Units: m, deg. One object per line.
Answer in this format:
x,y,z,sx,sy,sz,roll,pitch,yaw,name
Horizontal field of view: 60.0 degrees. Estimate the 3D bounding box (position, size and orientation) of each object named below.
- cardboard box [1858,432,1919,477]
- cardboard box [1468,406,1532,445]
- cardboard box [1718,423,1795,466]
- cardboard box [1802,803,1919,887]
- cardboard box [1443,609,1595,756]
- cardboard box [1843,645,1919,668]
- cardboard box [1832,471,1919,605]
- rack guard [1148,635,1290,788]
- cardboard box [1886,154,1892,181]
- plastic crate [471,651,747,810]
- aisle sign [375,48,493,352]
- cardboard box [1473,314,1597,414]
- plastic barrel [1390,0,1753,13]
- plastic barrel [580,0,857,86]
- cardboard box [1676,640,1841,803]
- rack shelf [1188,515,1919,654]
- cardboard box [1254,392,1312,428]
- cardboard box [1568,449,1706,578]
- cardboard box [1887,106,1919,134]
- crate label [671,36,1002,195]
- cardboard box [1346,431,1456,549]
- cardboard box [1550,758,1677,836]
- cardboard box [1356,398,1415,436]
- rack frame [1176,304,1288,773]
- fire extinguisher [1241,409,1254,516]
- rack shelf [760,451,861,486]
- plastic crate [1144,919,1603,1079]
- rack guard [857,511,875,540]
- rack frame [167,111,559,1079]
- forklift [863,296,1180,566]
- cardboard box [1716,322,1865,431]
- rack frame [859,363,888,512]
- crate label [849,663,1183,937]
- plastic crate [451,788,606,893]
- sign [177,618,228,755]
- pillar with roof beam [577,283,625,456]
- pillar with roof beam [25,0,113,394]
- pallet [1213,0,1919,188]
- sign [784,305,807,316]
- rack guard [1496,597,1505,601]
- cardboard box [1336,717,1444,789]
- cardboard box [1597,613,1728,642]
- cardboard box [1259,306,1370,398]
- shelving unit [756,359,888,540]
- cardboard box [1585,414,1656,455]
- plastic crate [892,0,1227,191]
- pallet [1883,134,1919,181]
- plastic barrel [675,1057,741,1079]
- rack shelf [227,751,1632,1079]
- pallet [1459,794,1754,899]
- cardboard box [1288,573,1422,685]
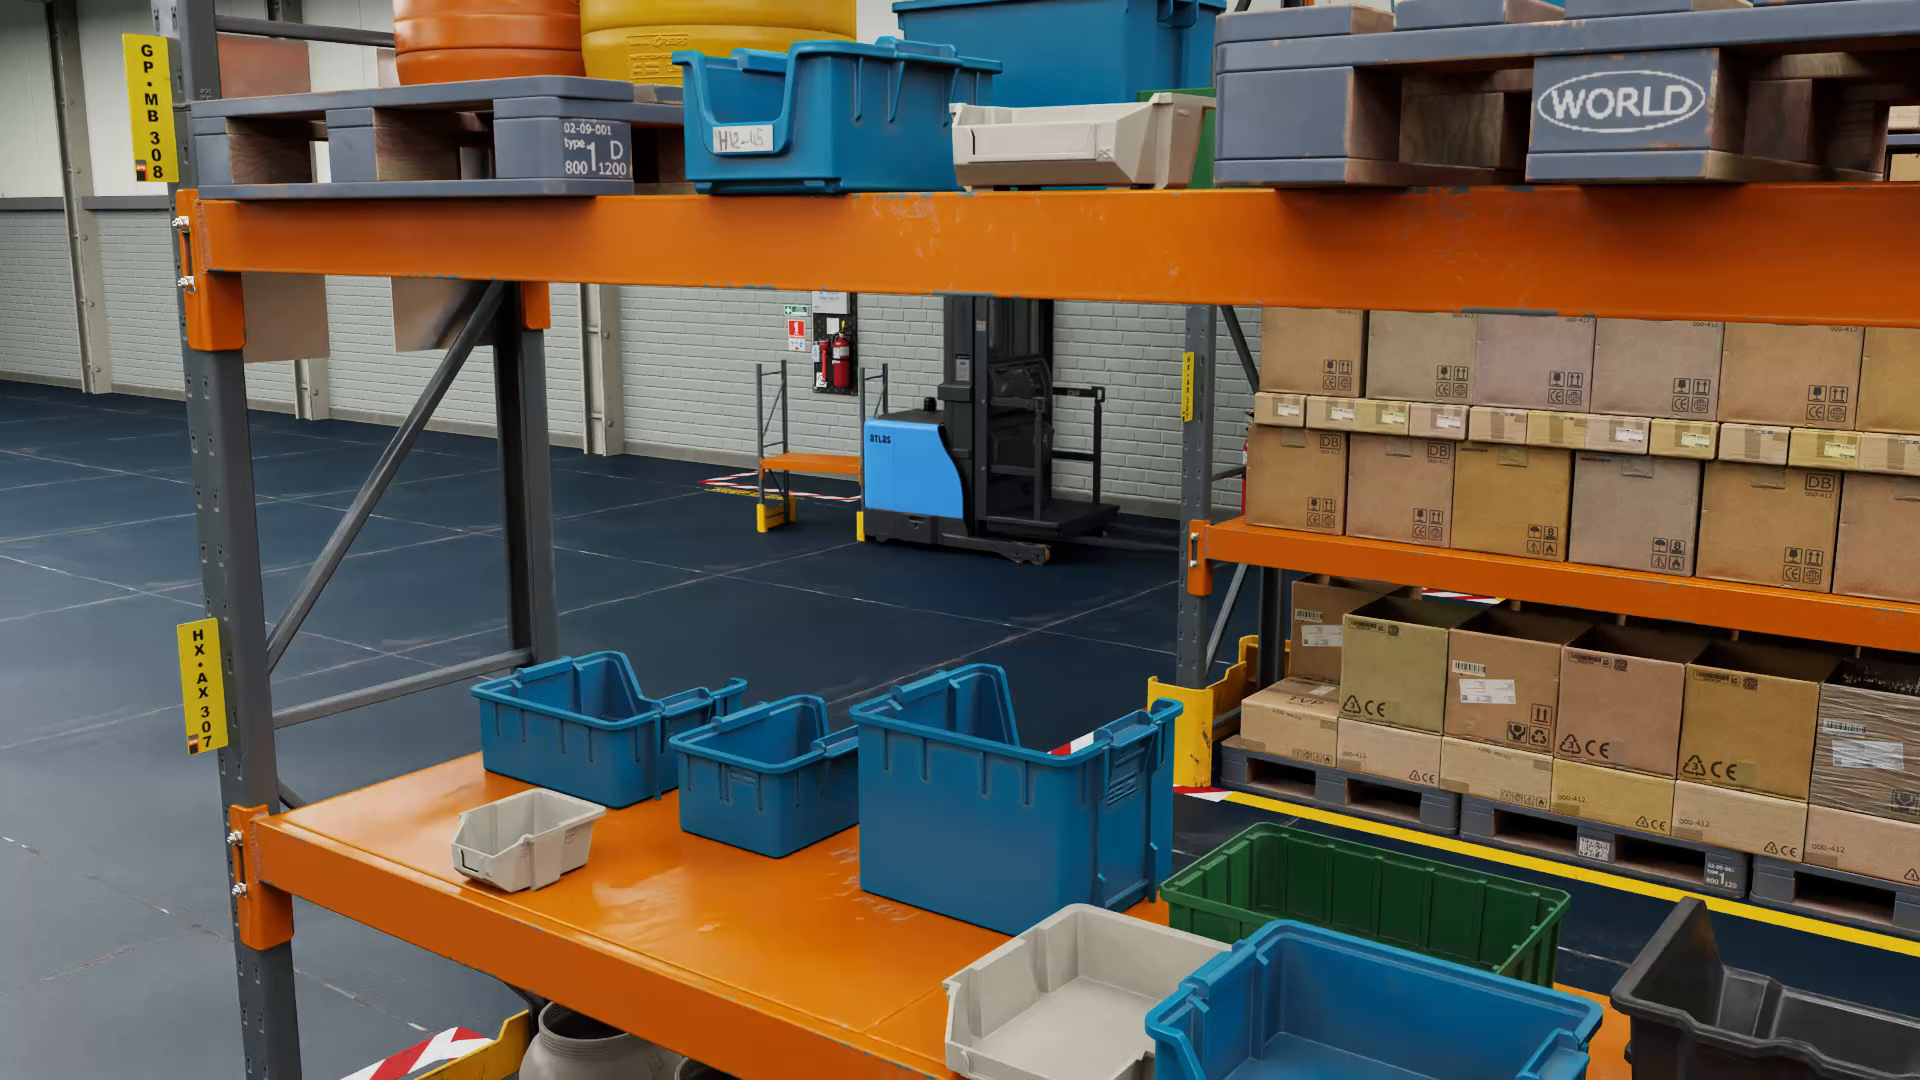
3.672,-0.351,6.475,0.250,0.149,0.380,8,13,35,cardboard box
2.438,-0.523,7.367,0.250,0.149,0.380,7,13,34,cardboard box
3.272,-0.407,6.767,0.250,0.149,0.380,8,14,37,cardboard box
3.740,1.168,6.726,0.500,0.250,0.500,8,13,36,cardboard box
2.532,0.631,7.528,0.500,0.500,0.500,8,13,36,cardboard box
4.044,0.722,7.062,0.500,0.500,0.500,8,13,36,cardboard box
3.850,-0.055,6.655,0.500,0.500,0.700,8,13,35,cardboard box
1.397,0.876,8.686,0.348,0.500,1.175,8,13,36,rack guard
5.744,-2.383,10.735,0.500,0.500,0.500,9,14,39,cardboard box
-0.938,0.493,4.477,0.616,0.251,0.499,8,13,36,plastic crate
-1.401,-0.921,4.547,0.004,0.787,0.394,8,13,36,aisle sign
2.662,-0.859,7.396,0.500,0.500,0.700,8,14,36,cardboard box
0.967,-1.194,2.483,0.708,0.901,0.600,8,13,36,plastic barrel
-0.524,-1.253,3.613,0.600,0.588,0.600,0,11,0,plastic barrel
3.336,0.744,6.944,0.500,0.500,0.500,8,13,36,cardboard box
3.029,0.229,7.341,4.000,0.370,1.077,8,13,36,rack shelf
1.605,-0.639,7.965,0.250,0.149,0.380,8,13,35,cardboard box
3.035,-0.170,7.246,0.500,0.500,0.700,8,14,37,cardboard box
3.507,-1.617,6.281,0.250,0.149,0.380,8,13,36,cardboard box
-0.205,-0.729,2.897,0.408,0.251,0.502,8,13,36,crate label
2.211,-0.285,7.842,0.500,0.500,0.700,8,14,37,cardboard box
2.925,1.058,7.295,0.500,0.250,0.500,8,13,36,cardboard box
2.020,-0.582,7.668,0.250,0.149,0.380,8,14,36,cardboard box
1.416,-0.349,8.435,0.127,3.000,1.000,8,13,36,rack frame
1.596,-0.395,8.878,0.183,0.674,0.296,8,13,36,fire extinguisher
-1.222,-0.646,14.869,1.000,0.185,0.538,5,12,23,rack shelf
0.653,0.849,2.635,0.616,0.251,0.499,8,13,36,plastic crate
-0.755,-0.172,14.760,0.087,0.250,0.587,5,12,23,rack guard
-1.518,0.409,4.517,0.127,3.000,1.000,8,13,36,rack frame
0.679,-1.347,13.775,3.031,2.935,1.130,7,13,32,forklift
3.468,-0.747,6.815,0.500,0.500,0.700,8,13,36,cardboard box
-0.754,-0.785,14.641,0.032,1.500,0.500,5,12,23,rack frame
0.125,0.557,3.658,0.616,0.435,0.502,8,13,36,crate label
-0.988,0.689,3.768,0.250,0.136,0.298,8,13,36,plastic crate
-1.848,0.357,4.058,0.005,0.325,0.100,8,13,36,sign
-6.798,-4.797,15.632,0.400,9.000,9.100,8,13,36,pillar with roof beam
-16.470,-6.146,22.605,0.548,9.000,9.100,8,13,36,pillar with roof beam
1.066,-0.587,2.268,1.003,0.211,1.213,8,13,36,pallet
-1.770,-2.473,17.927,0.331,0.109,0.001,8,13,36,sign
4.407,0.128,12.550,0.348,0.500,1.175,8,13,36,rack guard
2.122,0.945,7.881,0.500,0.250,0.500,8,13,36,cardboard box
3.242,0.608,7.648,0.500,0.500,0.500,8,13,36,cardboard box
1.828,-0.974,7.990,0.500,0.500,0.700,8,14,36,cardboard box
-1.213,-0.822,14.832,1.083,1.500,0.587,5,12,23,shelving unit
2.844,-0.466,7.071,0.250,0.149,0.380,8,14,36,cardboard box
0.197,-0.887,3.364,0.575,0.384,0.392,8,13,36,plastic crate
3.938,-1.420,6.309,1.213,0.211,1.003,8,13,36,pallet
-0.539,1.543,4.100,0.421,0.512,0.421,0,11,0,plastic barrel
0.094,0.987,3.423,4.000,0.370,1.077,8,13,36,rack shelf
3.037,1.237,7.579,1.213,0.211,1.003,8,13,36,pallet
2.025,0.442,8.509,0.500,0.500,0.500,8,13,36,cardboard box
